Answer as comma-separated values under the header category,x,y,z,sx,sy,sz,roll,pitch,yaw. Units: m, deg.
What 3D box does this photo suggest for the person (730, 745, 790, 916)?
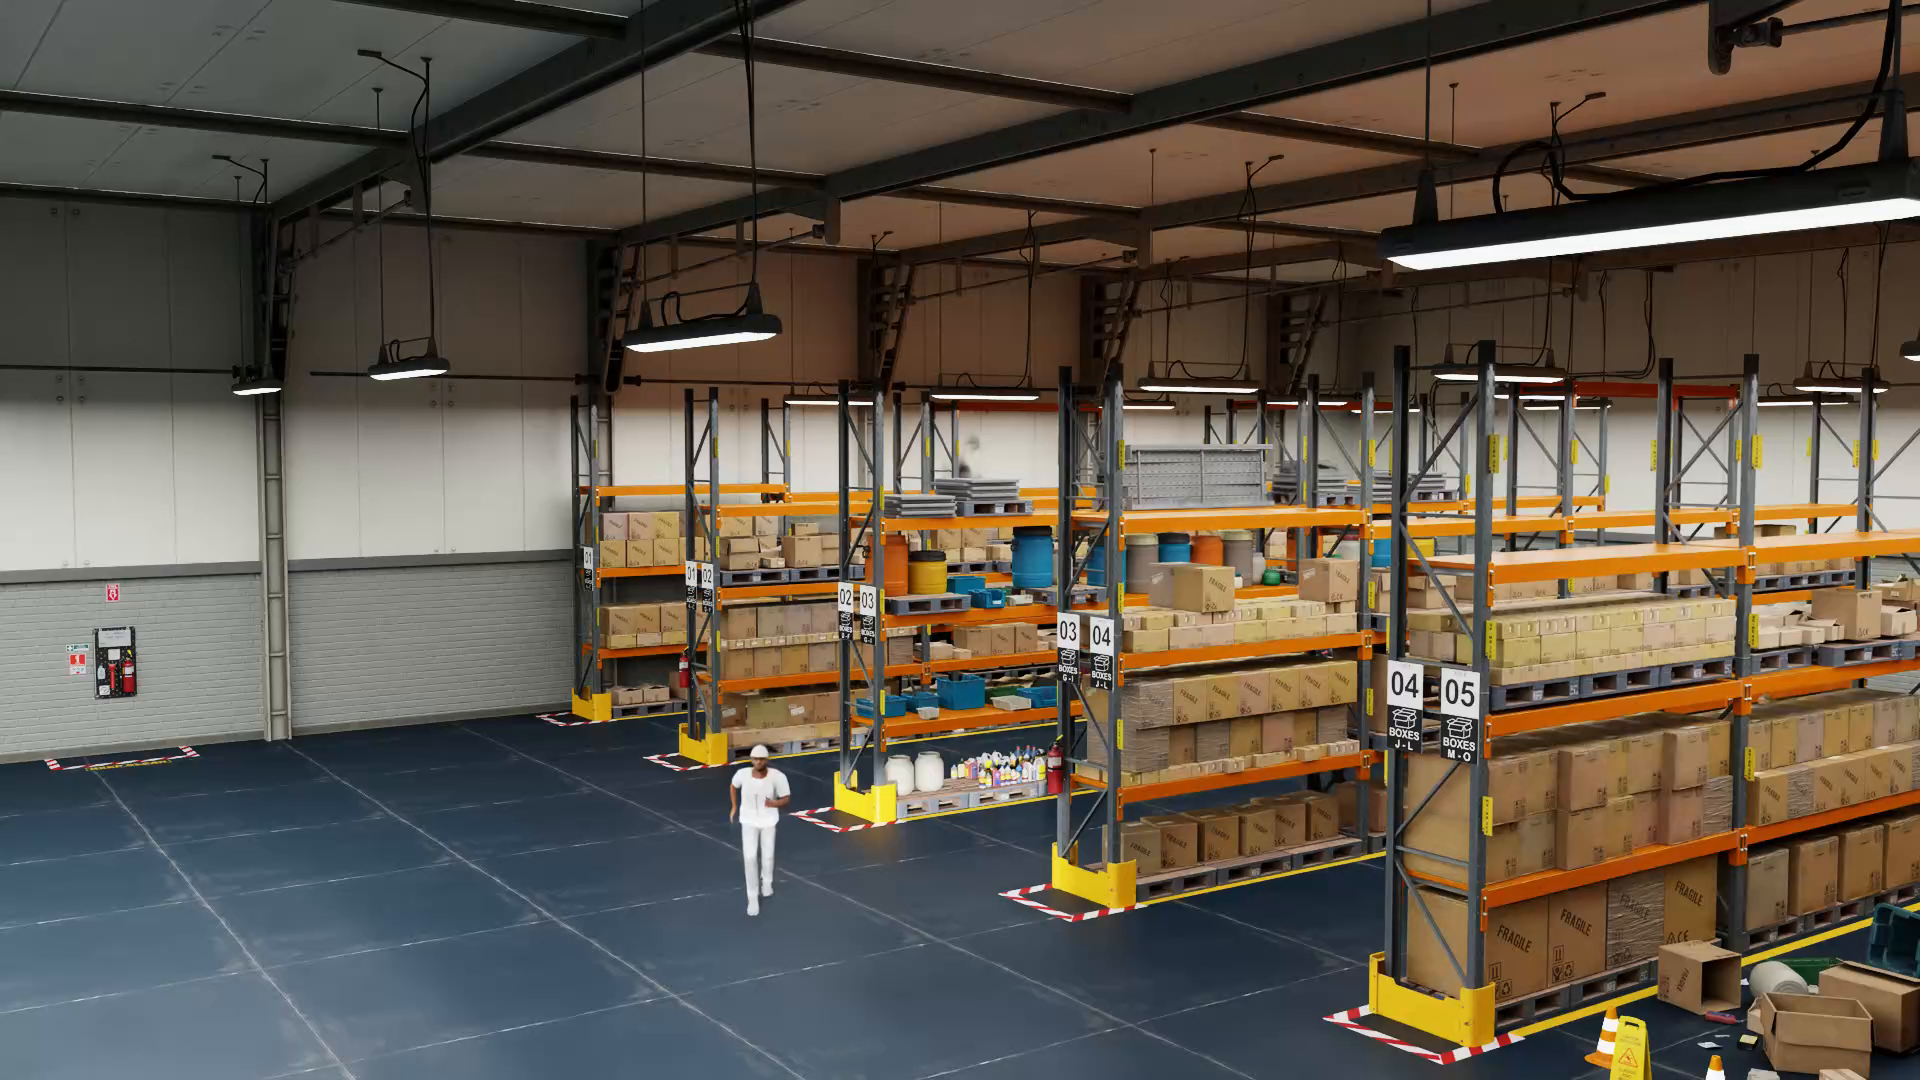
category,x,y,z,sx,sy,sz,roll,pitch,yaw
person,-2.214,3.163,18.425,0.676,1.818,0.875,0,3,-5

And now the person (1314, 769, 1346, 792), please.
category,x,y,z,sx,sy,sz,roll,pitch,yaw
person,5.080,2.905,22.897,0.829,1.846,0.675,-3,5,-43

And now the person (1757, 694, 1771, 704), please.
category,x,y,z,sx,sy,sz,roll,pitch,yaw
person,11.246,2.957,23.221,0.919,1.632,0.586,-3,5,-42
